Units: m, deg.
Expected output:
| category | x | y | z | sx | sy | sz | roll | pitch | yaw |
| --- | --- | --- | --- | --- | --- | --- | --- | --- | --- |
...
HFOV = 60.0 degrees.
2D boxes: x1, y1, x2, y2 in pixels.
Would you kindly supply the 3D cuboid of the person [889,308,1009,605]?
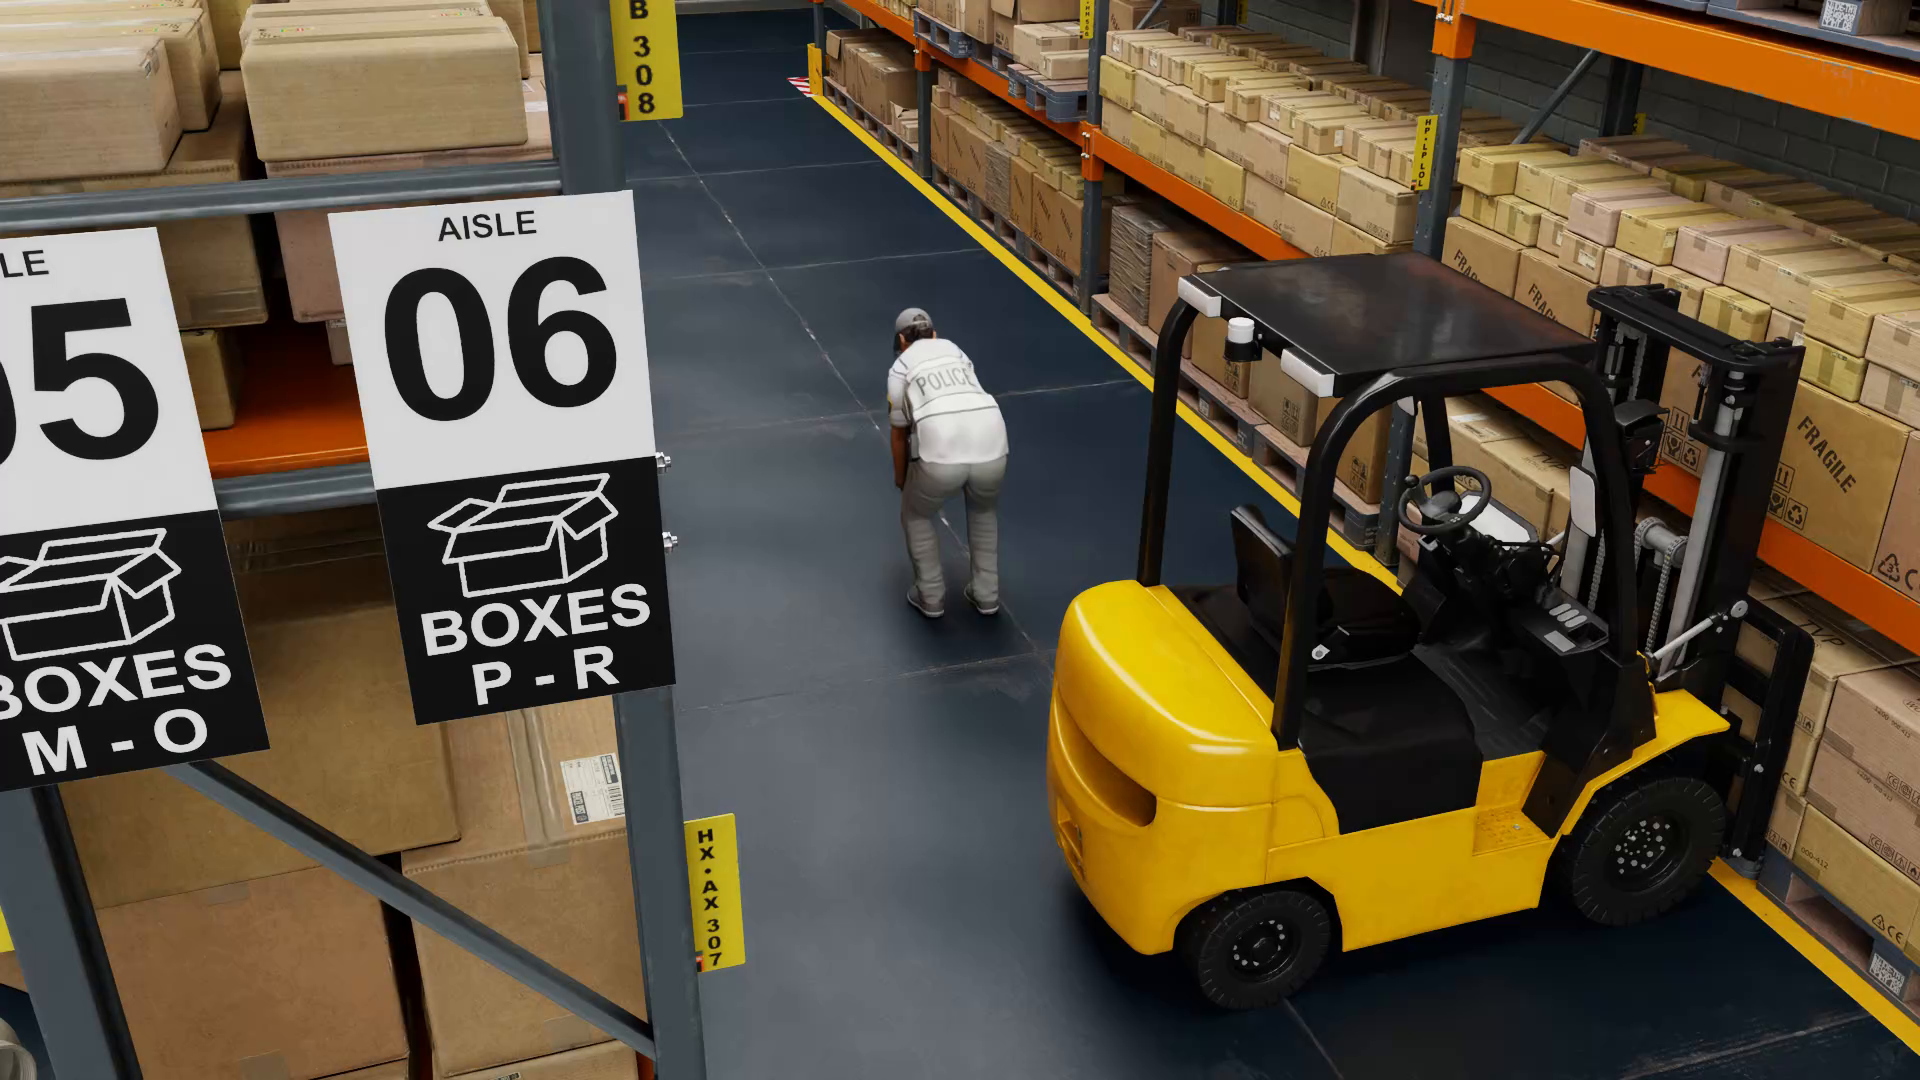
| category | x | y | z | sx | sy | sz | roll | pitch | yaw |
| --- | --- | --- | --- | --- | --- | --- | --- | --- | --- |
| person | -0.080 | -0.376 | 7.671 | 0.454 | 1.250 | 0.872 | -9 | 28 | -18 |
